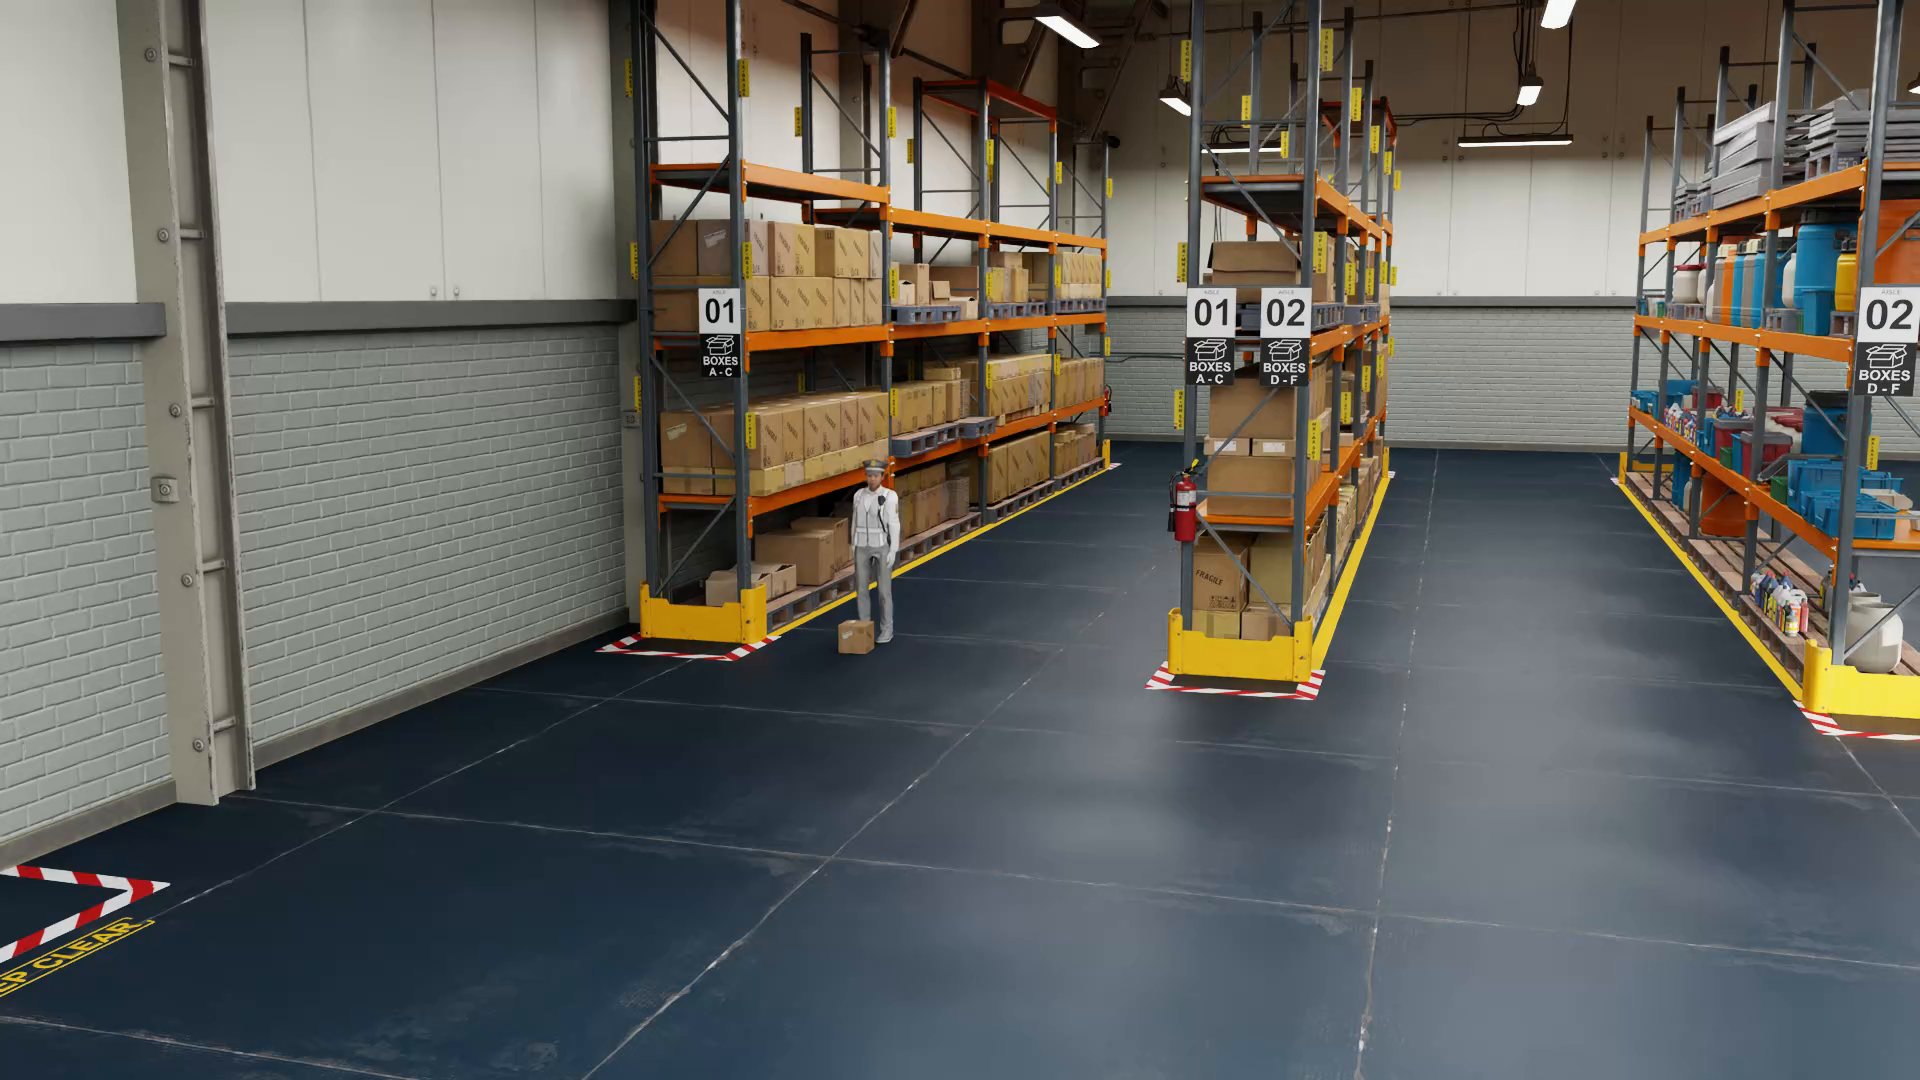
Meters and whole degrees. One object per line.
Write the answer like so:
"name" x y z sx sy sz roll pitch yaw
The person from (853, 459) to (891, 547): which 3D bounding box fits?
"person" -0.780 -0.335 15.092 0.373 0.809 0.340 3 9 17
